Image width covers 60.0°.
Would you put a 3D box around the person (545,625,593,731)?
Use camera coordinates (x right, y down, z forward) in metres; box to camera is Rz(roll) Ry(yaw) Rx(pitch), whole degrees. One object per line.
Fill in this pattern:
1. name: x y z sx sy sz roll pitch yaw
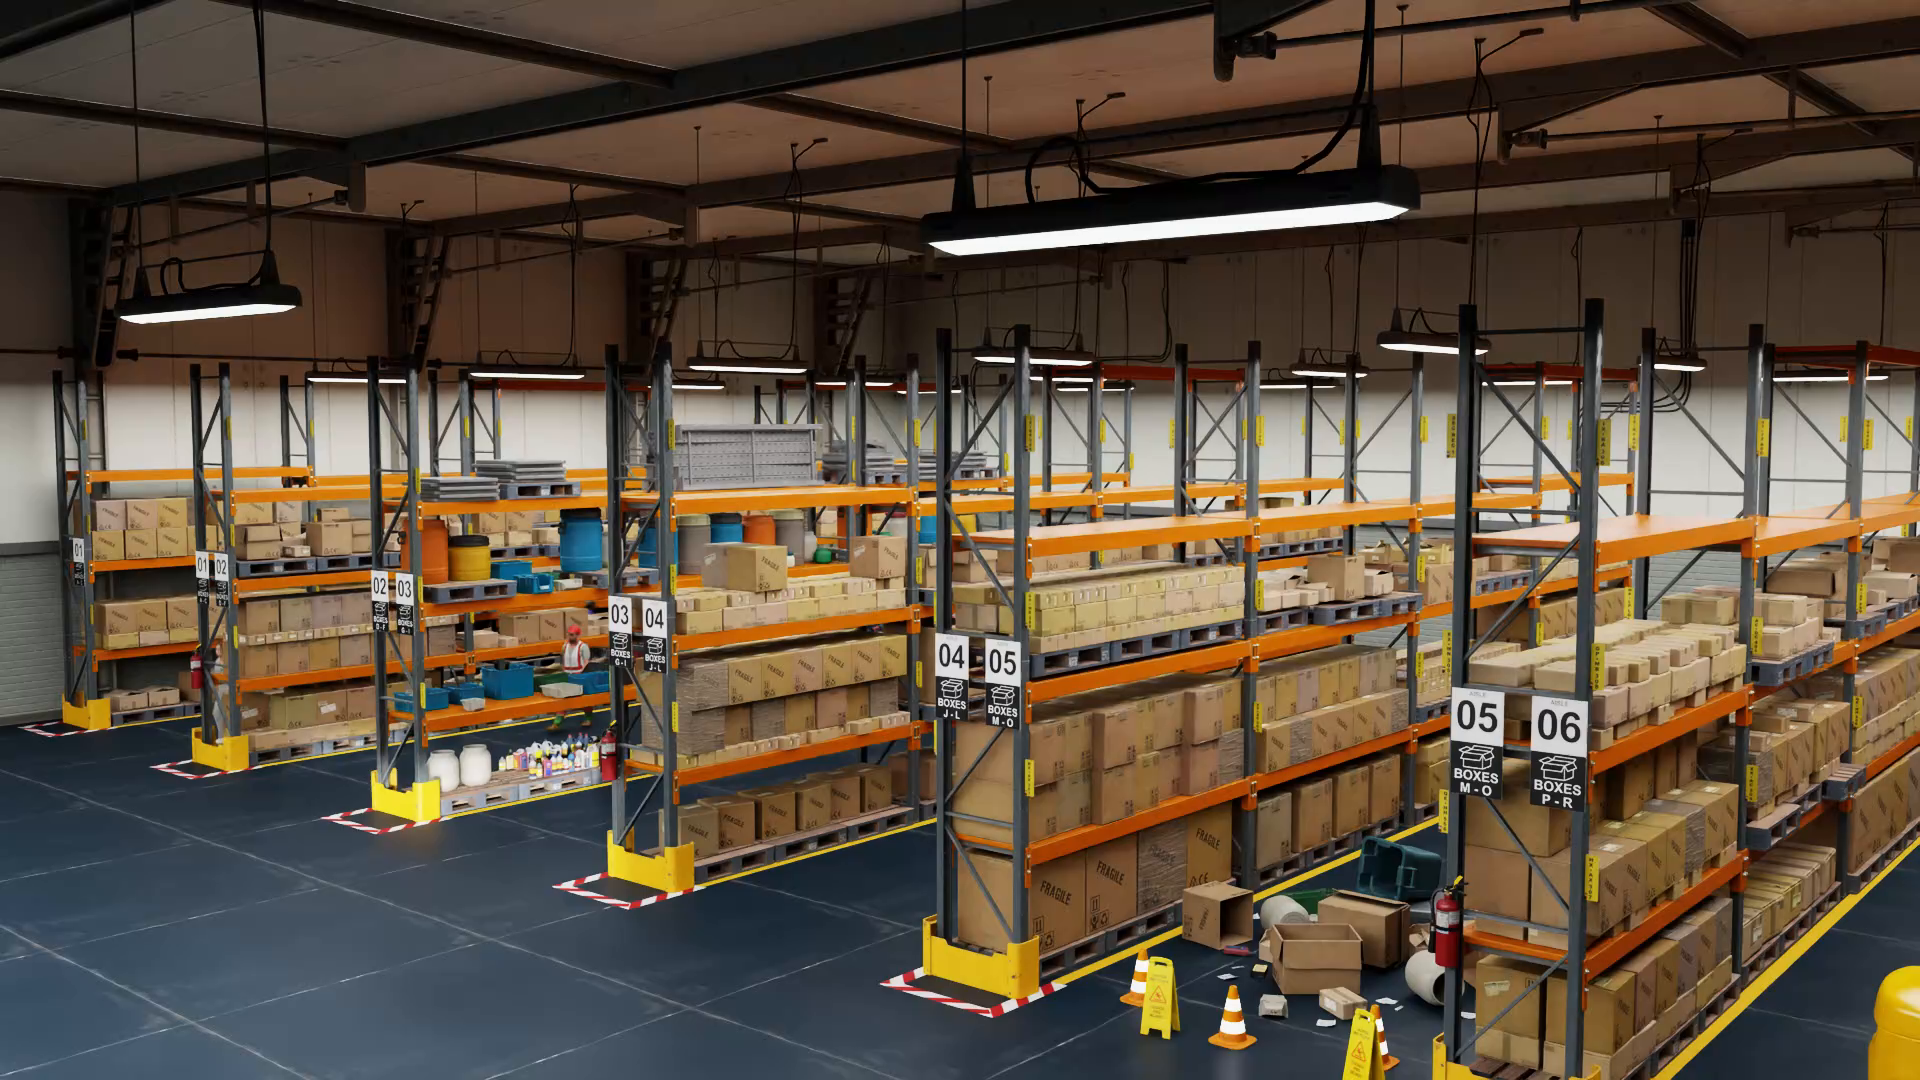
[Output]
1. person: -6.417 2.279 27.536 0.558 1.731 1.041 1 4 12

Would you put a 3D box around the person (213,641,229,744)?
1. person: -11.719 2.422 26.726 0.534 1.654 0.600 2 5 28

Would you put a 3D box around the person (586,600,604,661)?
1. person: -7.266 1.975 32.728 0.419 1.645 0.506 -3 5 -39
